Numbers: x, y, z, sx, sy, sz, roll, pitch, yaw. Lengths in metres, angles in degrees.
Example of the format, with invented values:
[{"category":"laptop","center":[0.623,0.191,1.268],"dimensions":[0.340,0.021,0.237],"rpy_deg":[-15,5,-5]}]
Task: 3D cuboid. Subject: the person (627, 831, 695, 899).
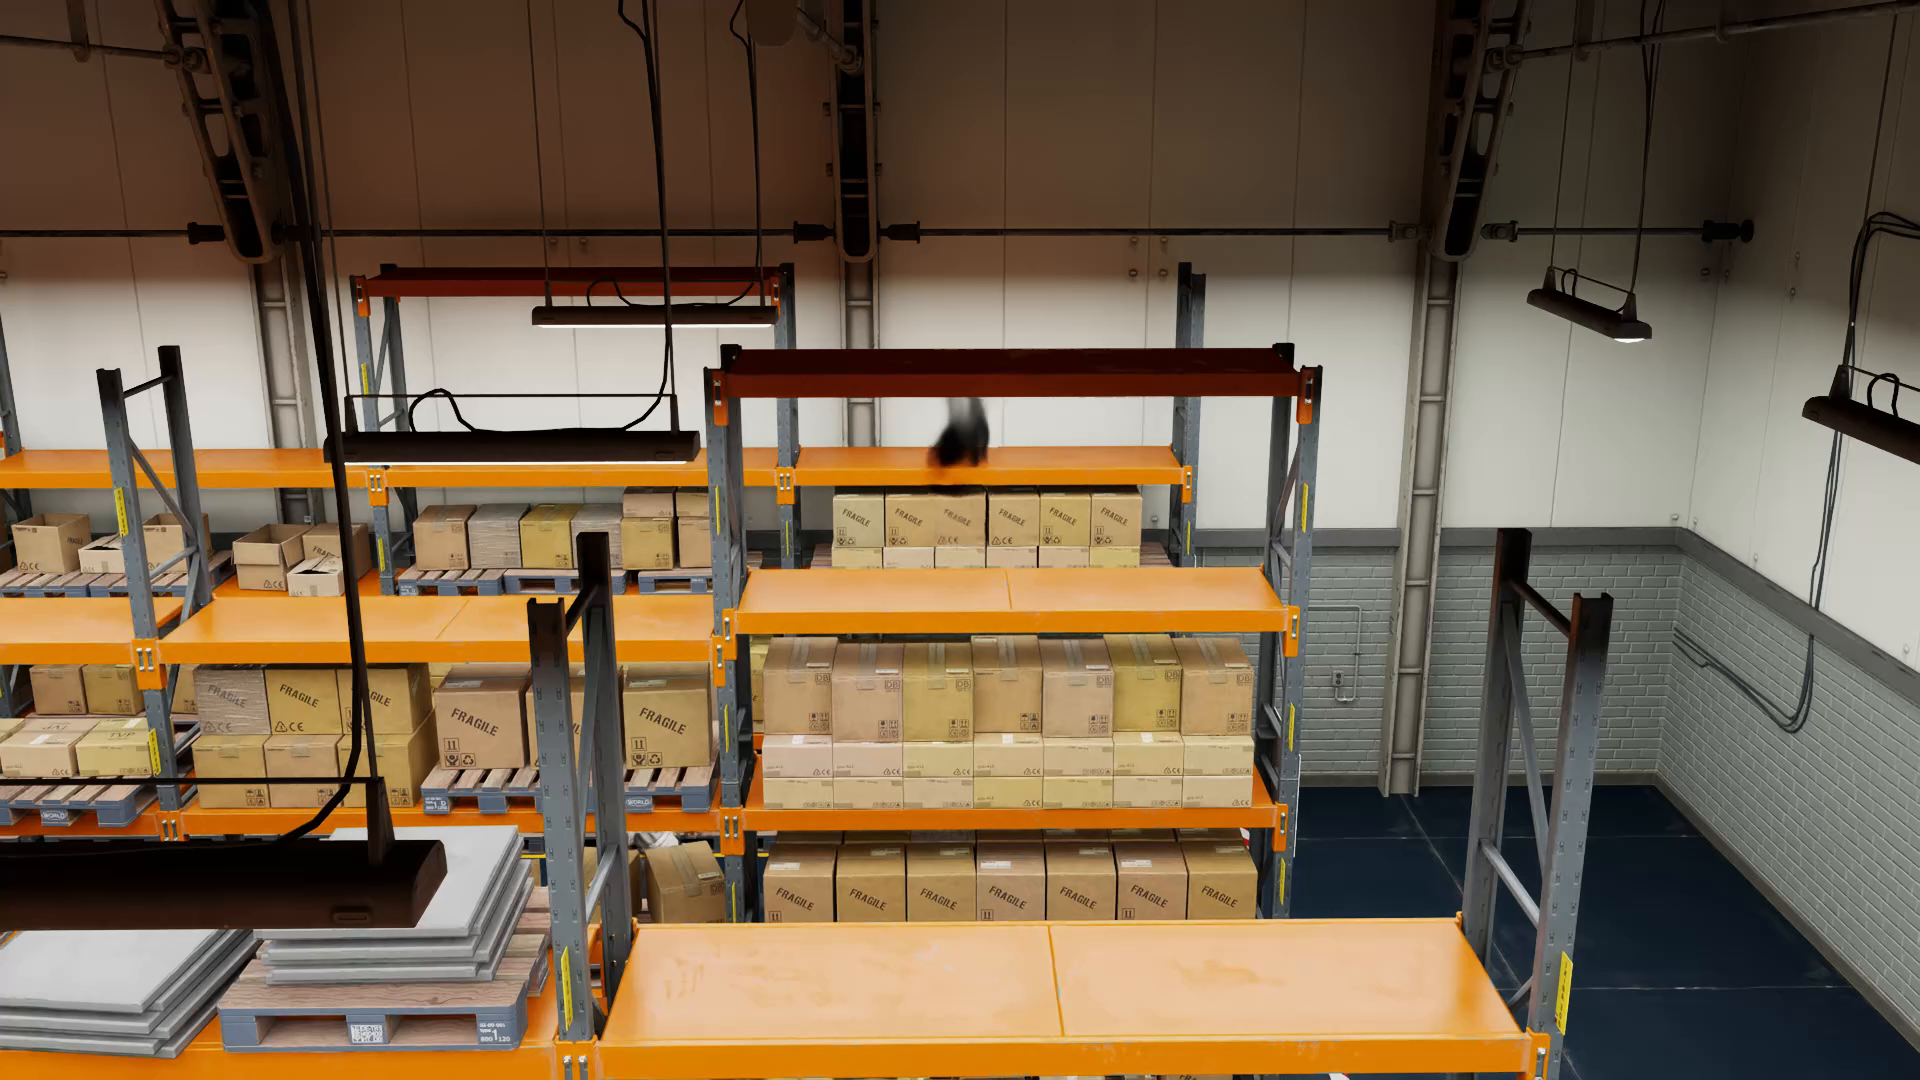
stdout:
[{"category":"person","center":[-2.832,2.992,15.613],"dimensions":[1.064,1.469,0.590],"rpy_deg":[3,16,10]}]
